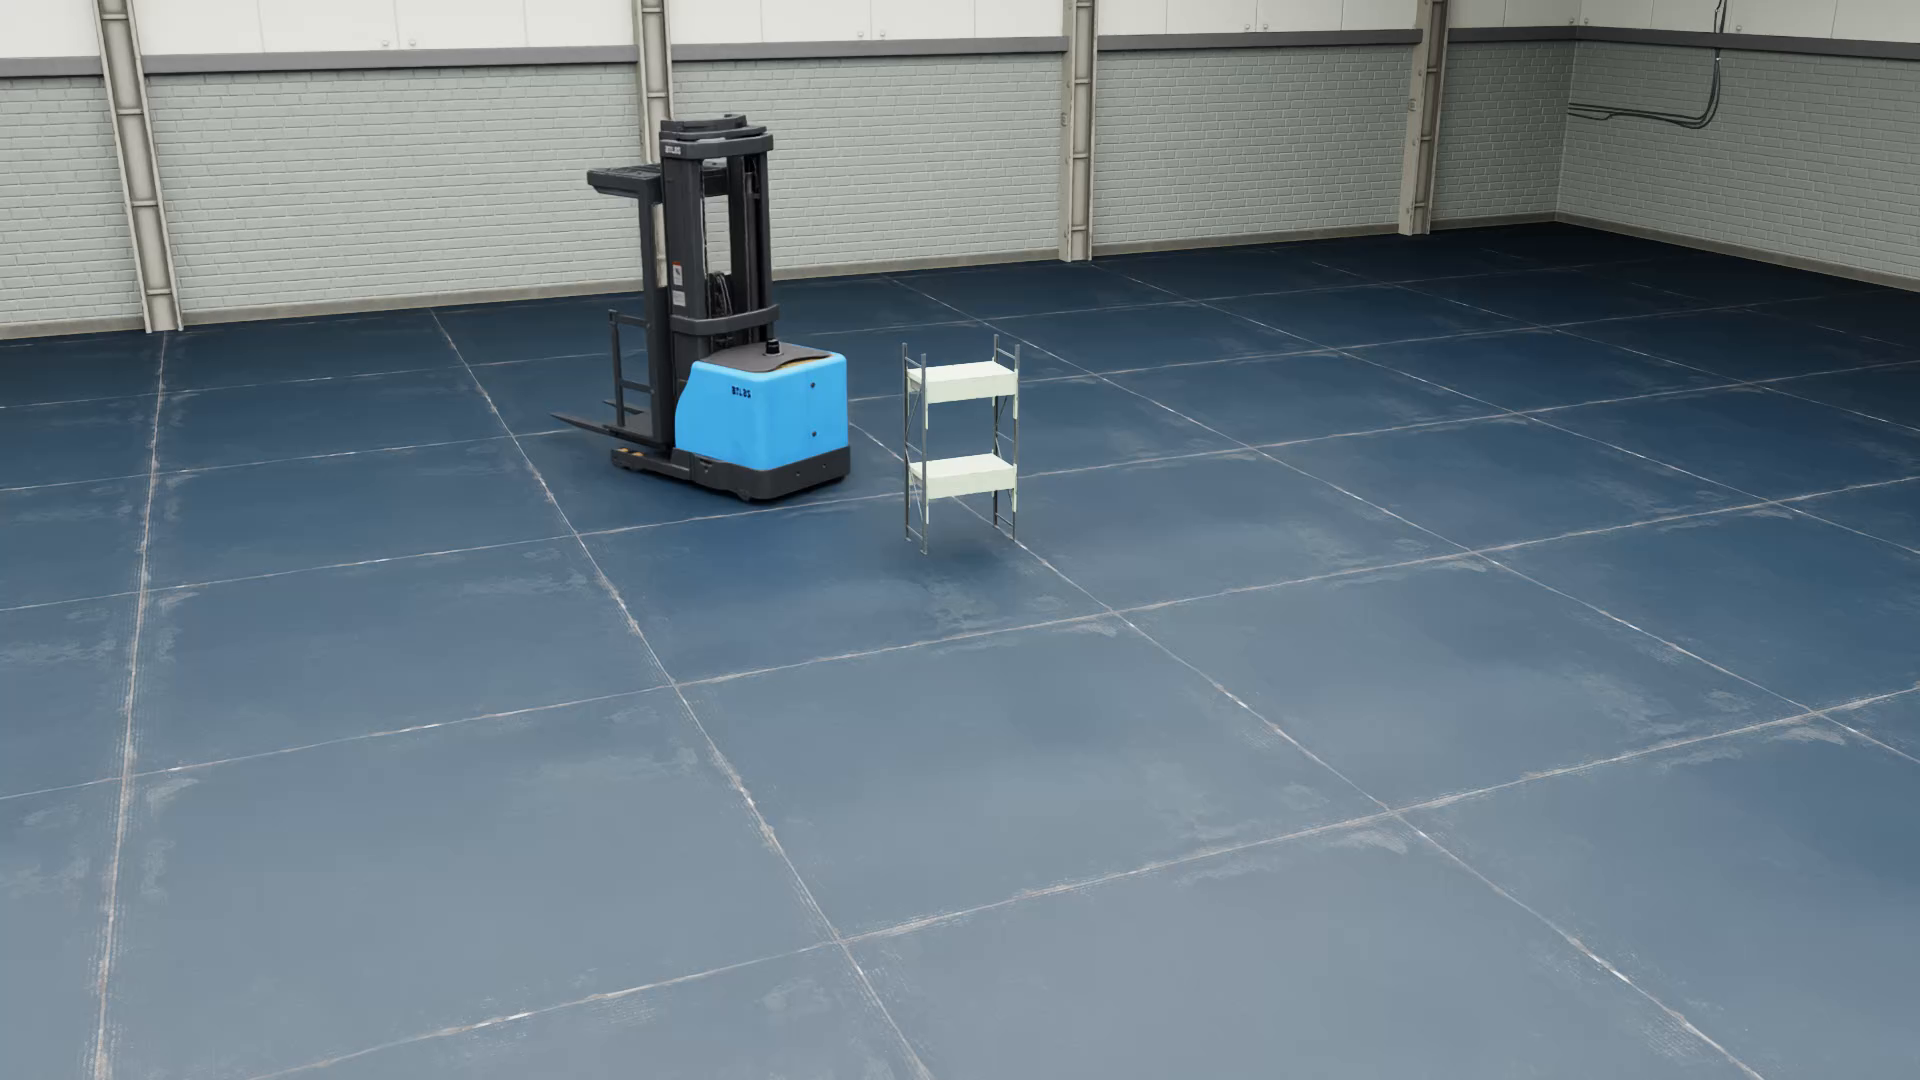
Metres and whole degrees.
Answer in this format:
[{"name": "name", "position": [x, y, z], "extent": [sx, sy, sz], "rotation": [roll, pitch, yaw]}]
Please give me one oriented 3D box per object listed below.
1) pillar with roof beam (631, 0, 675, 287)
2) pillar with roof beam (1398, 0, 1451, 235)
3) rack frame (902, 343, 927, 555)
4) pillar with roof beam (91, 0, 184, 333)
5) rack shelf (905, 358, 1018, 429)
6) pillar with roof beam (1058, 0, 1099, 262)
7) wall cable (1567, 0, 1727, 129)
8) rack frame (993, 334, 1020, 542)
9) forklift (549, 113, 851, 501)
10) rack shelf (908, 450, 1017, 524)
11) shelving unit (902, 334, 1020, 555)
[{"name": "pillar with roof beam", "position": [-2.143, -6.204, 16.594], "extent": [0.400, 9.000, 9.100], "rotation": [-8, 21, -22]}, {"name": "pillar with roof beam", "position": [8.876, -7.783, 21.077], "extent": [0.400, 9.000, 9.100], "rotation": [-8, 21, -22]}, {"name": "rack frame", "position": [-0.330, -0.660, 12.139], "extent": [0.023, 1.500, 0.400], "rotation": [-8, 21, -22]}, {"name": "pillar with roof beam", "position": [-7.652, -5.415, 14.352], "extent": [0.400, 9.000, 9.100], "rotation": [-8, 21, -22]}, {"name": "rack shelf", "position": [0.006, -1.076, 12.146], "extent": [0.720, 0.370, 0.431], "rotation": [-8, 21, -22]}, {"name": "pillar with roof beam", "position": [3.367, -6.994, 18.835], "extent": [0.400, 9.000, 9.100], "rotation": [-8, 21, -22]}, {"name": "wall cable", "position": [10.399, -7.616, 25.277], "extent": [0.112, 2.526, 3.097], "rotation": [-8, 21, -22]}, {"name": "rack frame", "position": [0.342, -0.756, 12.412], "extent": [0.023, 1.500, 0.400], "rotation": [-8, 21, -22]}, {"name": "forklift", "position": [-2.367, -2.080, 14.016], "extent": [3.031, 2.935, 1.130], "rotation": [16, 25, 38]}, {"name": "rack shelf", "position": [0.006, -0.401, 12.384], "extent": [0.720, 0.370, 0.431], "rotation": [-8, 21, -22]}, {"name": "shelving unit", "position": [0.006, -0.708, 12.275], "extent": [0.755, 1.500, 0.431], "rotation": [-8, 21, -22]}]
